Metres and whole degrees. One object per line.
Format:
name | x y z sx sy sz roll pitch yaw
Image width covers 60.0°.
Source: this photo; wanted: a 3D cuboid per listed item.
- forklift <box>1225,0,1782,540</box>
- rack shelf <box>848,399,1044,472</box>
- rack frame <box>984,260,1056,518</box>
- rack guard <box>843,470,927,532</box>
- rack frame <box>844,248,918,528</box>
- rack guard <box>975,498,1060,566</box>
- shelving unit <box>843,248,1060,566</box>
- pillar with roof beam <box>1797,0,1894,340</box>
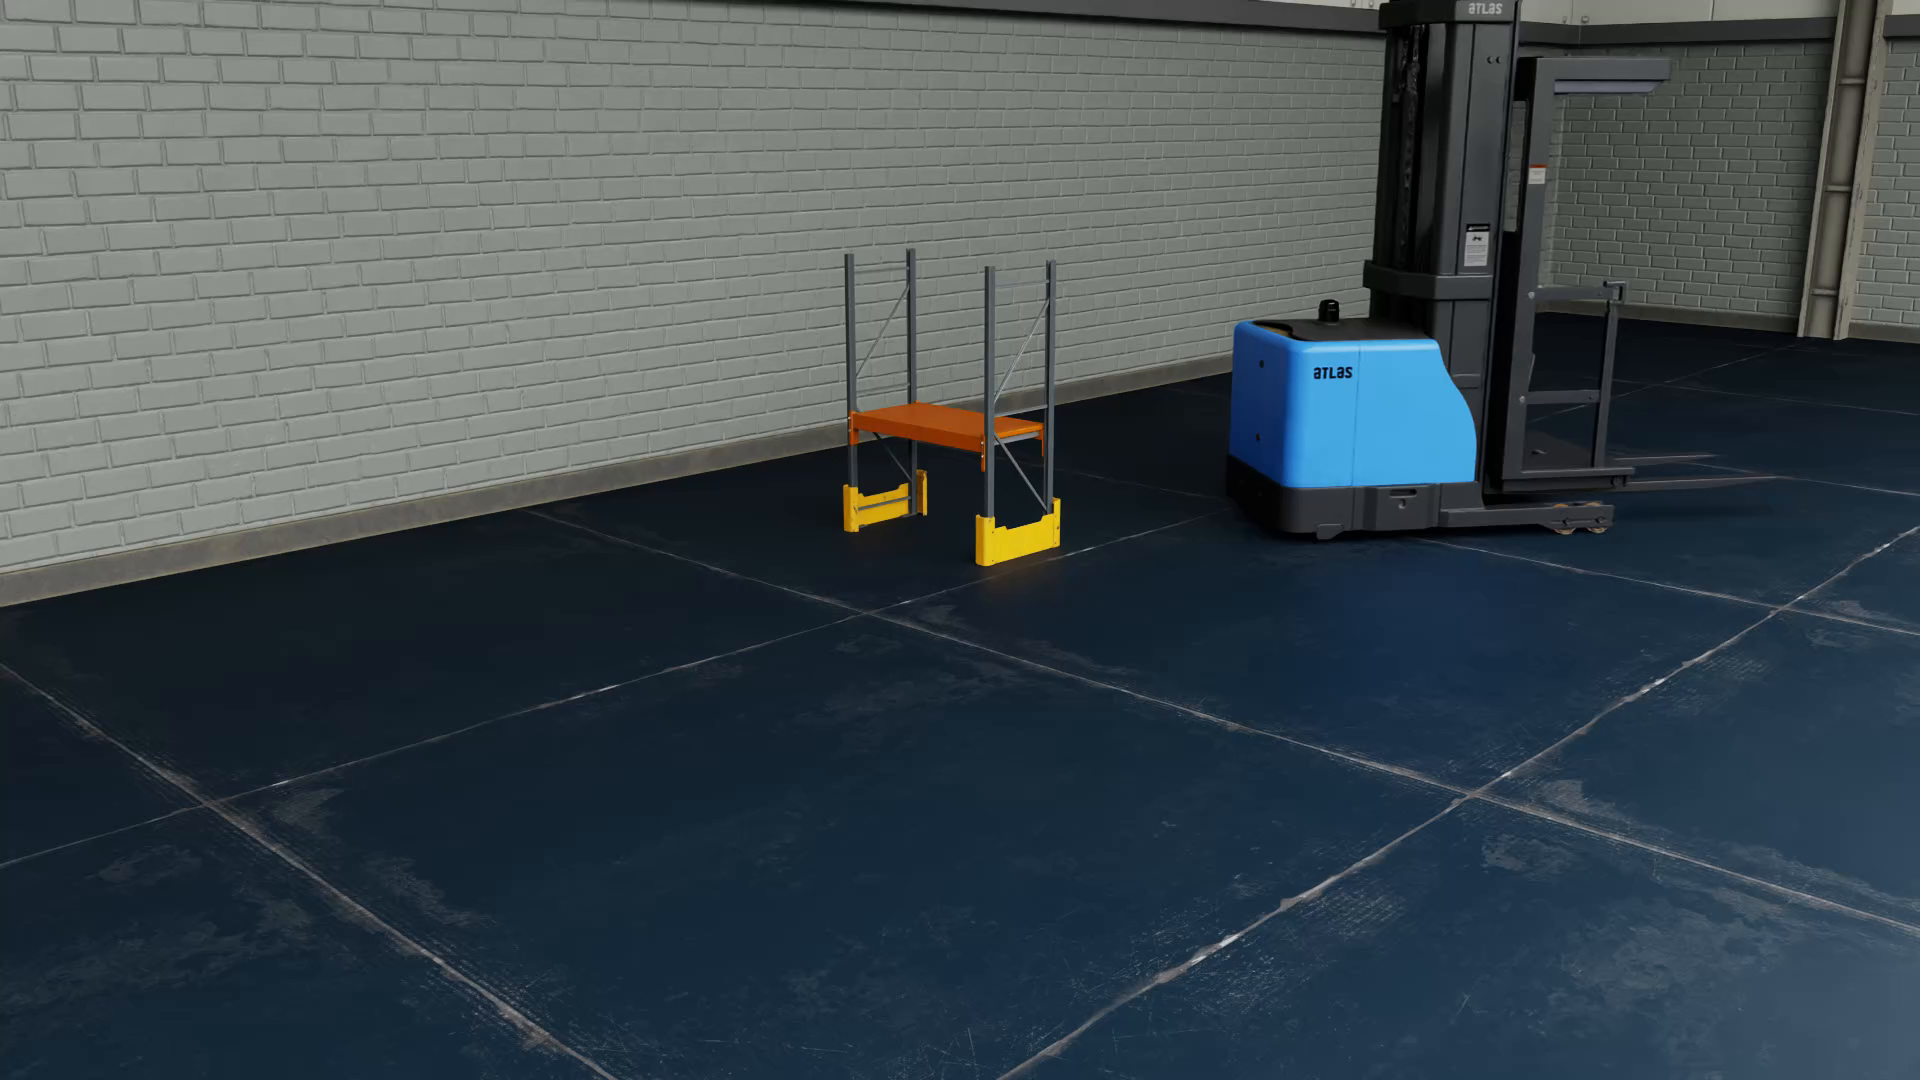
forklift | 3.109 -1.577 9.170 3.031 2.935 1.130 -3 15 -10
rack shelf | -0.061 -0.567 8.846 1.000 0.185 0.538 14 20 42
rack frame | 0.305 -0.652 8.459 0.032 1.500 0.500 14 20 42
rack guard | -0.413 -0.221 9.286 0.087 0.250 0.587 14 20 42
rack frame | -0.427 -0.830 9.142 0.032 1.500 0.500 14 20 42
rack guard | 0.304 -0.047 8.617 0.087 0.250 0.587 14 20 42
shelving unit | -0.055 -0.739 8.794 1.083 1.500 0.587 14 20 42
pillar with roof beam | 5.735 -5.629 12.688 0.400 9.000 9.100 14 20 42
